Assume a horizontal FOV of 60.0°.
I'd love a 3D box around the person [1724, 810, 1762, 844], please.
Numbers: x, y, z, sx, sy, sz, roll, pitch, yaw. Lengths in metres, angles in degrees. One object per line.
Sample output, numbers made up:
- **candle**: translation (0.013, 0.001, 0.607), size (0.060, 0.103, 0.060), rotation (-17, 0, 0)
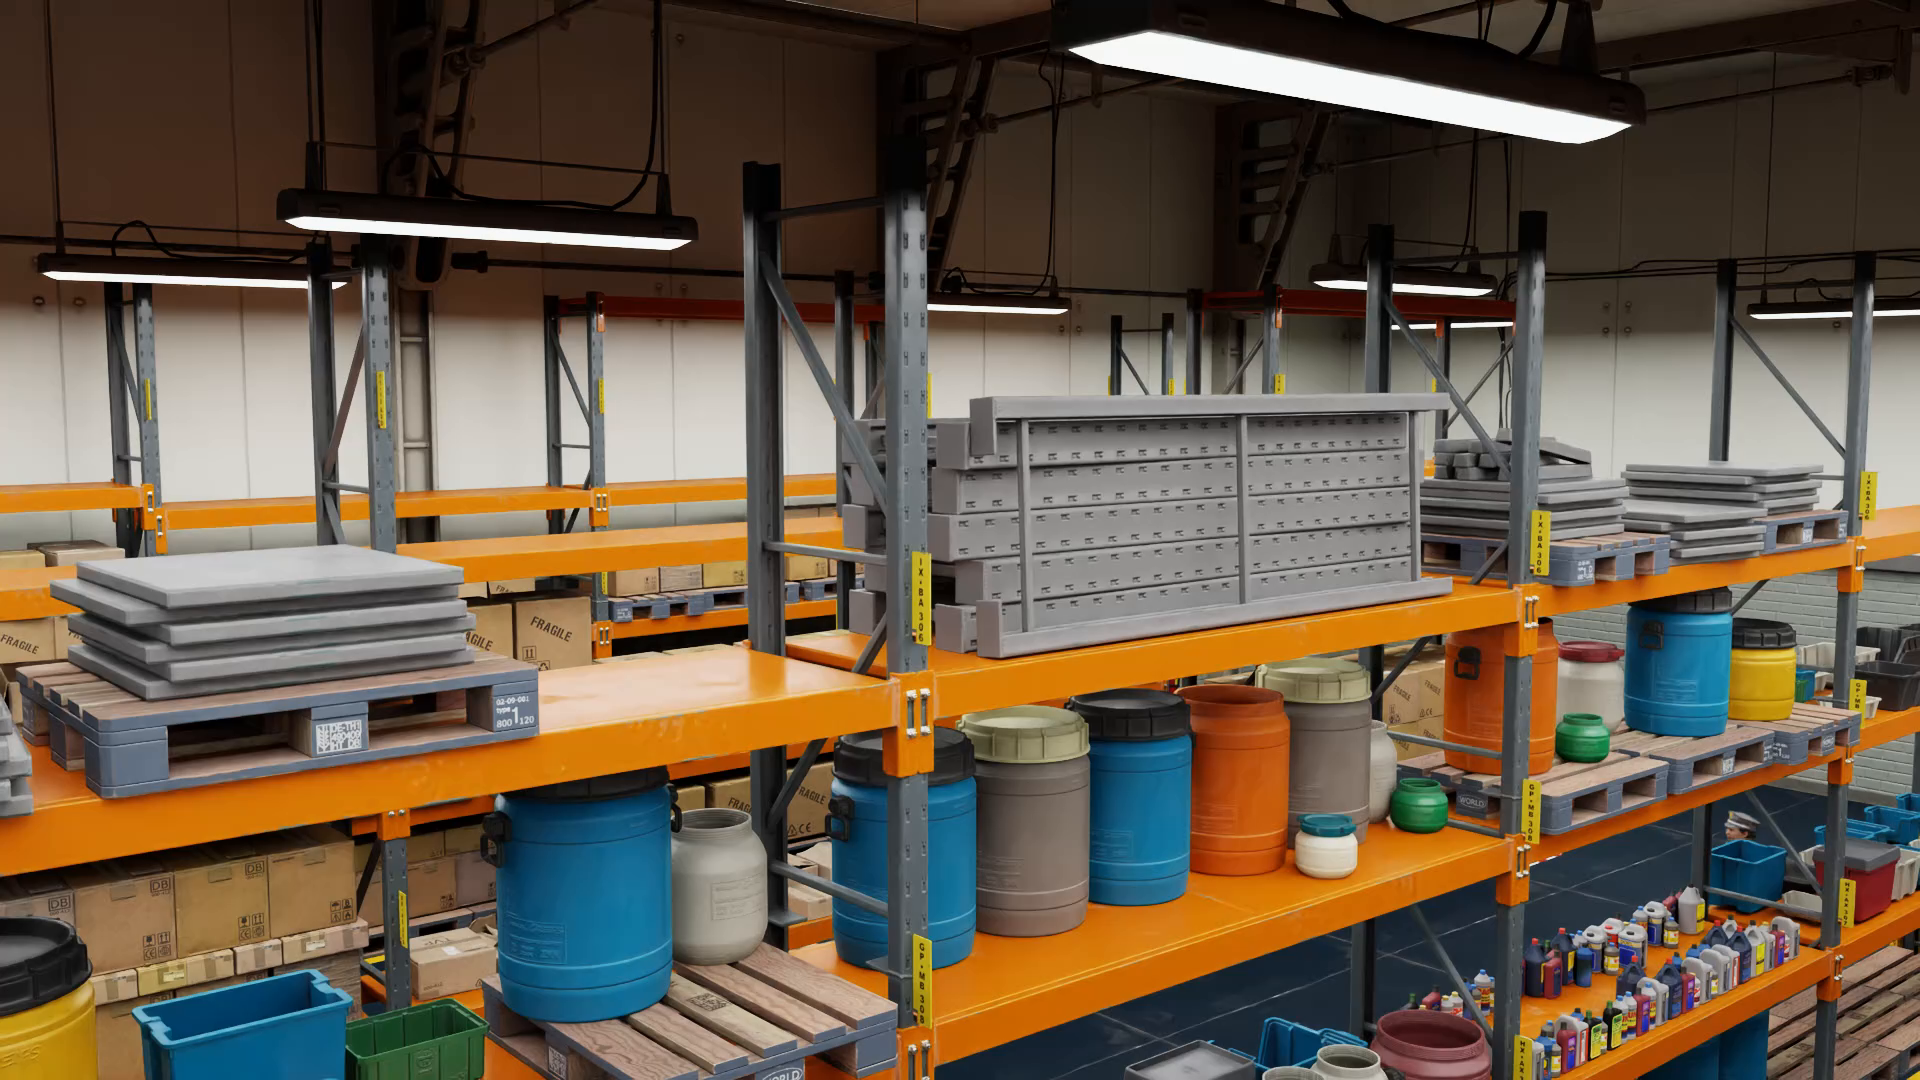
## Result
- **person**: translation (6.419, 3.020, 13.691), size (1.034, 1.622, 0.534), rotation (-2, 6, -17)
